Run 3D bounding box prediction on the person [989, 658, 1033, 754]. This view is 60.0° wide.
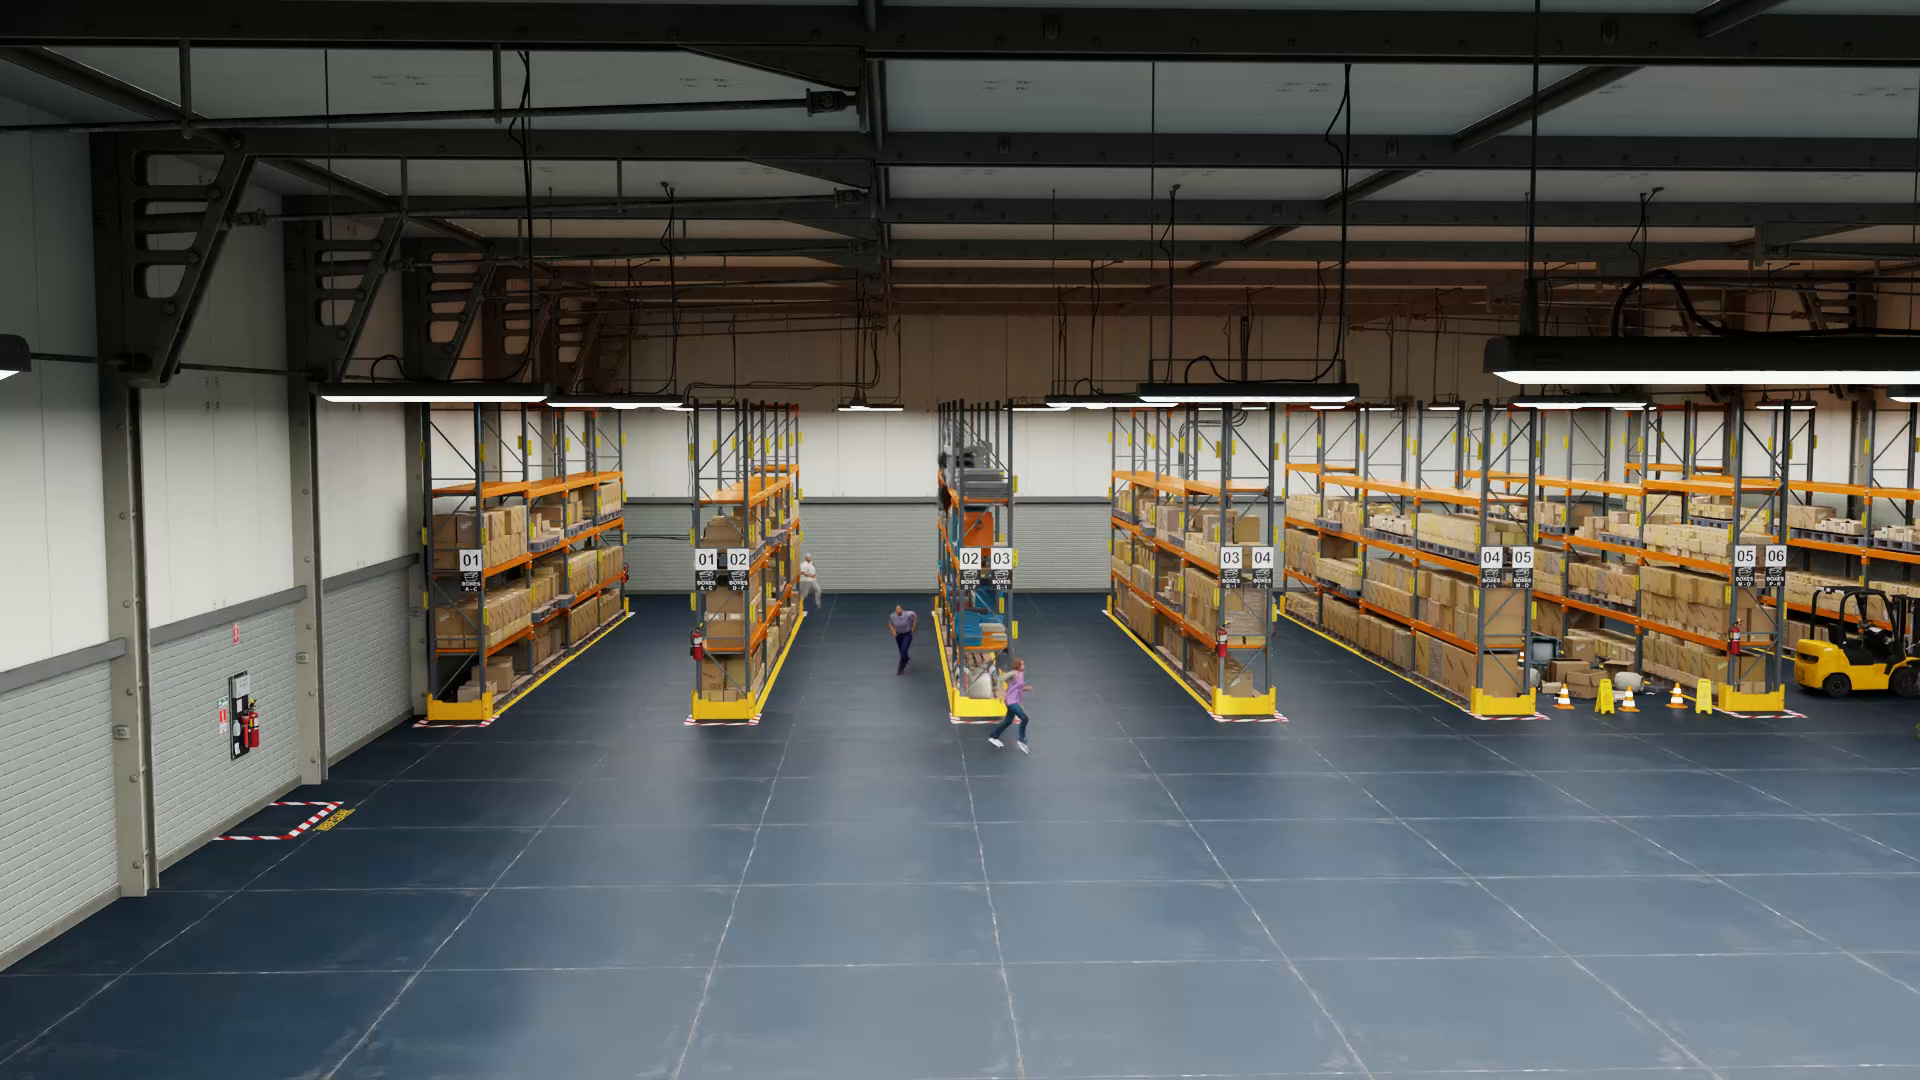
[{"bbox_3d":[0.861,2.794,28.148,0.795,1.622,0.556,2,5,24],"label":"person"}]

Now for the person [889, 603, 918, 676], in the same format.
[{"bbox_3d":[-1.239,2.175,36.831,0.641,1.598,0.975,1,4,9],"label":"person"}]

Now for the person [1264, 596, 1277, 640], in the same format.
[{"bbox_3d":[7.377,1.914,39.954,0.556,1.532,0.523,0,4,-3],"label":"person"}]

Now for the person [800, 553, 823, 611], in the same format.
[{"bbox_3d":[-4.411,1.235,48.395,0.750,1.705,0.607,2,5,27],"label":"person"}]
